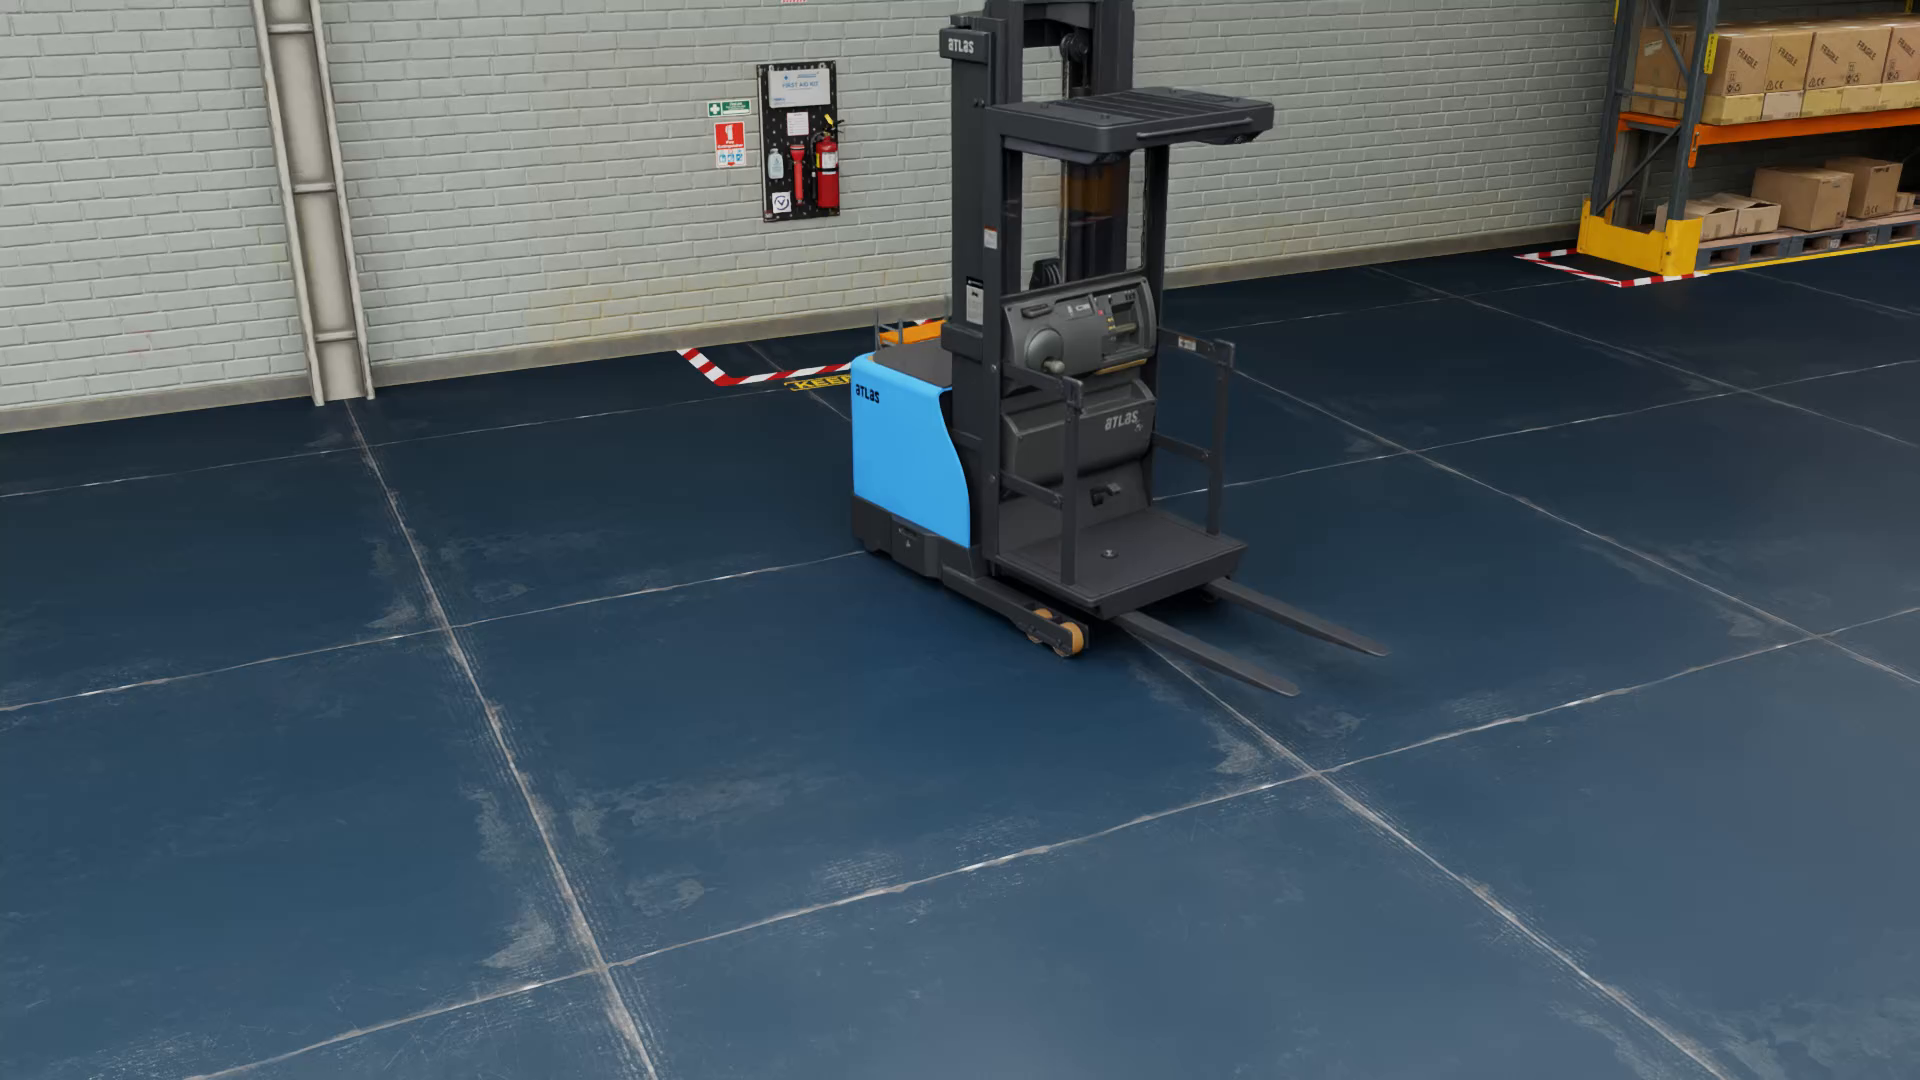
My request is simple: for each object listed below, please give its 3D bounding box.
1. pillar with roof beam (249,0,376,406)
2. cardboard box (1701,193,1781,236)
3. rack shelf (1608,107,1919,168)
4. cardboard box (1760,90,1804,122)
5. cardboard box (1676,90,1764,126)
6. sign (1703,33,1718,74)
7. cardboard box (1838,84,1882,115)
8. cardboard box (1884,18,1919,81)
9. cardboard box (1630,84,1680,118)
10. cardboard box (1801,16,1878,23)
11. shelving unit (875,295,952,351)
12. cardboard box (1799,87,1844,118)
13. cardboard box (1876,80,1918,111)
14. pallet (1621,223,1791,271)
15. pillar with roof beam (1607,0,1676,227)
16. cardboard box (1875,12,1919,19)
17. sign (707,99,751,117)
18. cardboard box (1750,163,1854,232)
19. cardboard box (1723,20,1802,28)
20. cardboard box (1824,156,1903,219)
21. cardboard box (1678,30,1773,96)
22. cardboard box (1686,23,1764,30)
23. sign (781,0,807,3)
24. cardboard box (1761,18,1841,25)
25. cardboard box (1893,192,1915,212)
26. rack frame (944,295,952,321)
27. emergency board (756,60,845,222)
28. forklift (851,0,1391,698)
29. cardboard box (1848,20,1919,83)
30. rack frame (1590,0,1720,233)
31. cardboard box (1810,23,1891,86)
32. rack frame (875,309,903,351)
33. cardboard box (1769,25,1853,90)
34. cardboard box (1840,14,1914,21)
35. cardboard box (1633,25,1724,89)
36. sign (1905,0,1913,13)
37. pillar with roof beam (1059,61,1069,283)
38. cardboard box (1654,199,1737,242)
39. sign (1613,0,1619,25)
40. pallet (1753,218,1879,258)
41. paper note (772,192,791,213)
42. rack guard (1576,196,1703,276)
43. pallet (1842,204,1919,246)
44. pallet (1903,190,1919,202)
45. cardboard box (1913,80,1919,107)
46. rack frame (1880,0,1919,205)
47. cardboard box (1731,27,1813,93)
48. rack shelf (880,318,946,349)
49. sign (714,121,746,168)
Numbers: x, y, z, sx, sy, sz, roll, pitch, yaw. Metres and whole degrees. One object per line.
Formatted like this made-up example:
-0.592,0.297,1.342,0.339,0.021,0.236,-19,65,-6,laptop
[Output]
-2.470,-3.685,6.385,0.400,9.000,9.100,-10,25,-24,pillar with roof beam
7.397,-3.112,15.786,0.500,0.311,0.500,-8,24,-19,cardboard box
8.023,-3.972,15.864,4.000,0.370,1.077,-10,25,-24,rack shelf
7.260,-3.975,15.101,0.500,0.250,0.500,-11,25,-25,cardboard box
6.798,-3.884,14.881,0.500,0.250,0.500,-11,25,-25,cardboard box
6.456,-4.186,14.308,0.005,0.325,0.100,-10,25,-24,sign
8.178,-4.141,15.501,0.500,0.250,0.500,-10,25,-23,cardboard box
9.086,-4.653,15.758,0.500,0.500,0.500,-11,25,-24,cardboard box
6.558,-4.057,15.299,0.500,0.250,0.500,-10,25,-23,cardboard box
8.391,-4.751,15.996,0.500,0.500,0.500,-10,24,-22,cardboard box
-0.200,-0.747,9.484,0.503,1.200,0.258,-17,28,-36,shelving unit
7.721,-4.058,15.300,0.500,0.250,0.500,-11,25,-24,cardboard box
8.630,-4.224,15.704,0.500,0.250,0.500,-11,25,-24,cardboard box
7.036,-2.819,15.785,1.213,0.211,1.003,-10,25,-24,pallet
8.343,-5.675,11.194,0.400,9.000,9.100,-10,25,-24,pillar with roof beam
9.311,-4.917,16.395,0.500,0.500,0.500,-11,25,-25,cardboard box
-1.709,-3.198,12.313,0.331,0.109,0.001,-10,25,-24,sign
8.079,-3.304,16.002,0.500,0.500,0.700,-12,25,-27,cardboard box
7.475,-4.578,15.577,0.500,0.500,0.500,-11,25,-25,cardboard box
8.907,-3.498,16.473,0.500,0.500,0.500,-12,26,-28,cardboard box
6.781,-4.235,14.748,0.500,0.500,0.500,-10,25,-24,cardboard box
7.011,-4.491,15.366,0.500,0.500,0.500,-10,25,-23,cardboard box
-1.224,-4.099,12.199,0.199,0.298,0.001,-10,25,-24,sign
7.929,-4.661,15.778,0.500,0.500,0.500,-10,25,-23,cardboard box
9.356,-3.431,16.746,0.250,0.166,0.380,-14,26,-30,cardboard box
-0.010,-0.806,9.626,0.015,1.200,0.240,-17,28,-36,rack frame
-1.174,-2.995,12.563,0.643,1.169,0.194,-10,25,-24,emergency board
0.721,-1.013,7.865,1.130,2.935,3.031,-17,28,-36,forklift
8.627,-4.573,15.565,0.500,0.500,0.500,-11,25,-25,cardboard box
6.220,-3.973,14.925,0.127,3.000,1.000,-10,25,-24,rack frame
8.159,-4.486,15.356,0.500,0.500,0.500,-10,24,-22,cardboard box
-0.390,-0.688,9.343,0.015,1.200,0.240,-17,28,-36,rack frame
7.699,-4.397,15.139,0.500,0.500,0.500,-11,25,-25,cardboard box
8.843,-4.832,16.191,0.500,0.500,0.500,-11,25,-24,cardboard box
6.553,-4.410,15.172,0.500,0.500,0.500,-11,25,-24,cardboard box
9.581,-5.362,16.767,0.005,0.325,0.100,-10,25,-24,sign
2.937,-4.680,8.790,0.400,9.000,9.100,-10,25,-24,pillar with roof beam
6.883,-3.017,15.558,0.500,0.311,0.500,-14,26,-30,cardboard box
5.998,-4.848,15.113,0.005,0.325,0.100,-10,25,-24,sign
8.134,-3.020,16.270,1.213,0.211,1.003,-10,25,-24,pallet
-1.363,-2.582,12.718,0.142,0.148,0.016,-10,25,-24,paper note
6.289,-2.830,15.434,0.348,0.500,1.175,-10,25,-24,rack guard
9.235,-3.224,16.763,1.213,0.211,1.003,-10,25,-24,pallet
10.526,-3.477,17.375,1.213,0.211,1.003,-10,25,-24,pallet
9.077,-4.313,15.918,0.500,0.250,0.500,-10,25,-23,cardboard box
9.825,-4.636,16.528,0.127,3.000,1.000,-10,25,-24,rack frame
7.231,-4.313,14.937,0.500,0.500,0.500,-10,25,-23,cardboard box
-0.201,-1.110,9.335,0.480,0.148,0.258,-17,28,-36,rack shelf
-1.716,-2.955,12.420,0.234,0.329,0.001,-10,25,-24,sign
